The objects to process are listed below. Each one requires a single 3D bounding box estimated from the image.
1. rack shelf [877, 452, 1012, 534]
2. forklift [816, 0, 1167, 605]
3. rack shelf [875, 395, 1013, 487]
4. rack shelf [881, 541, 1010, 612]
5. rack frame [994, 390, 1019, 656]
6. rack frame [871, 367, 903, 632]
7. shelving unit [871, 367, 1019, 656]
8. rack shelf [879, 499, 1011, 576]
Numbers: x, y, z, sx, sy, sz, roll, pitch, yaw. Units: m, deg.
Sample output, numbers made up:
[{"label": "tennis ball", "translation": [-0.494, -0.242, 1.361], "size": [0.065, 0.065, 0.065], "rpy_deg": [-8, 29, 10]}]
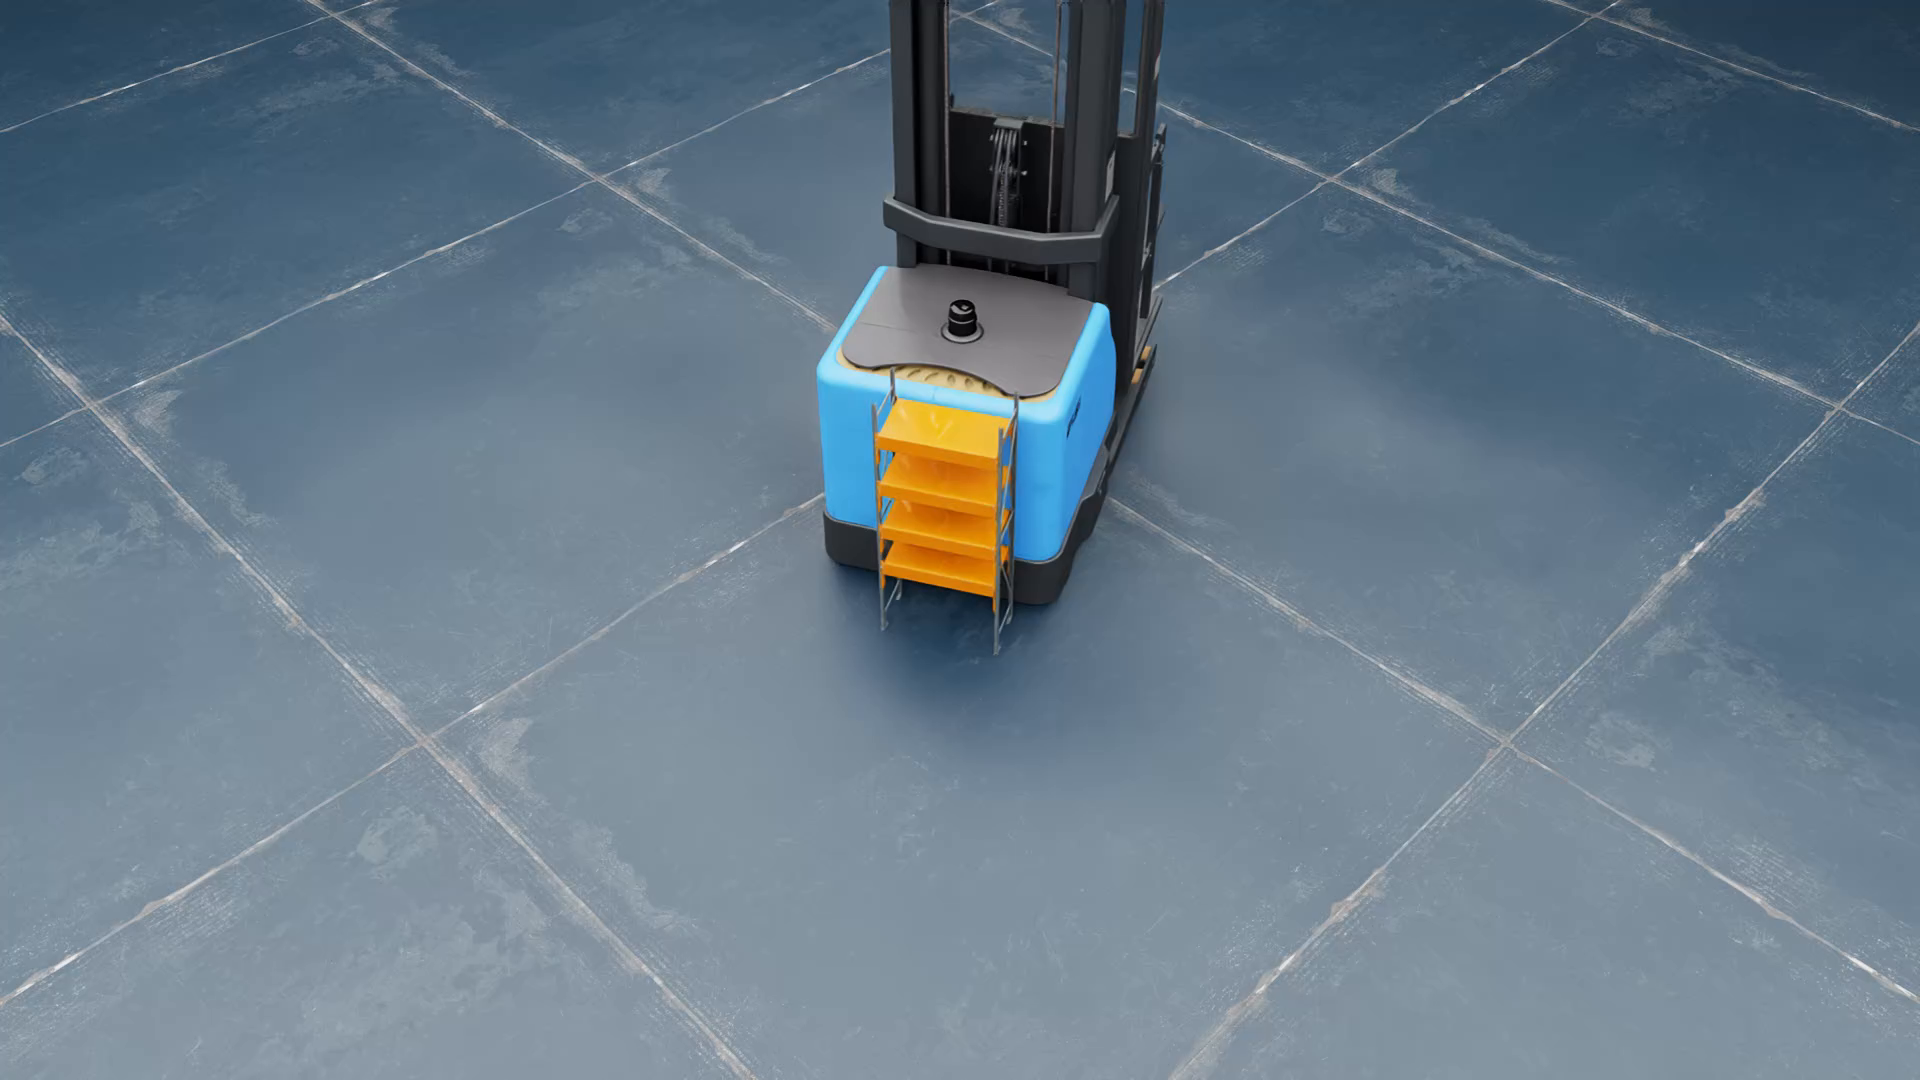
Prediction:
[{"label": "rack shelf", "translation": [-0.054, -0.203, 6.473], "size": [0.480, 0.148, 0.258], "rpy_deg": [11, 44, 12]}, {"label": "forklift", "translation": [0.338, -1.820, 7.178], "size": [1.130, 2.935, 3.031], "rpy_deg": [12, 44, 13]}, {"label": "rack shelf", "translation": [-0.054, -0.377, 6.312], "size": [0.480, 0.148, 0.258], "rpy_deg": [11, 44, 12]}, {"label": "rack shelf", "translation": [-0.054, 0.107, 6.759], "size": [0.480, 0.148, 0.258], "rpy_deg": [11, 44, 12]}, {"label": "rack frame", "translation": [0.180, -0.041, 6.528], "size": [0.015, 1.200, 0.240], "rpy_deg": [11, 44, 12]}, {"label": "rack frame", "translation": [-0.287, -0.136, 6.630], "size": [0.015, 1.200, 0.240], "rpy_deg": [11, 44, 12]}, {"label": "shelving unit", "translation": [-0.054, -0.088, 6.579], "size": [0.503, 1.200, 0.258], "rpy_deg": [11, 44, 12]}, {"label": "rack shelf", "translation": [-0.054, -0.039, 6.625], "size": [0.480, 0.148, 0.258], "rpy_deg": [11, 44, 12]}]
